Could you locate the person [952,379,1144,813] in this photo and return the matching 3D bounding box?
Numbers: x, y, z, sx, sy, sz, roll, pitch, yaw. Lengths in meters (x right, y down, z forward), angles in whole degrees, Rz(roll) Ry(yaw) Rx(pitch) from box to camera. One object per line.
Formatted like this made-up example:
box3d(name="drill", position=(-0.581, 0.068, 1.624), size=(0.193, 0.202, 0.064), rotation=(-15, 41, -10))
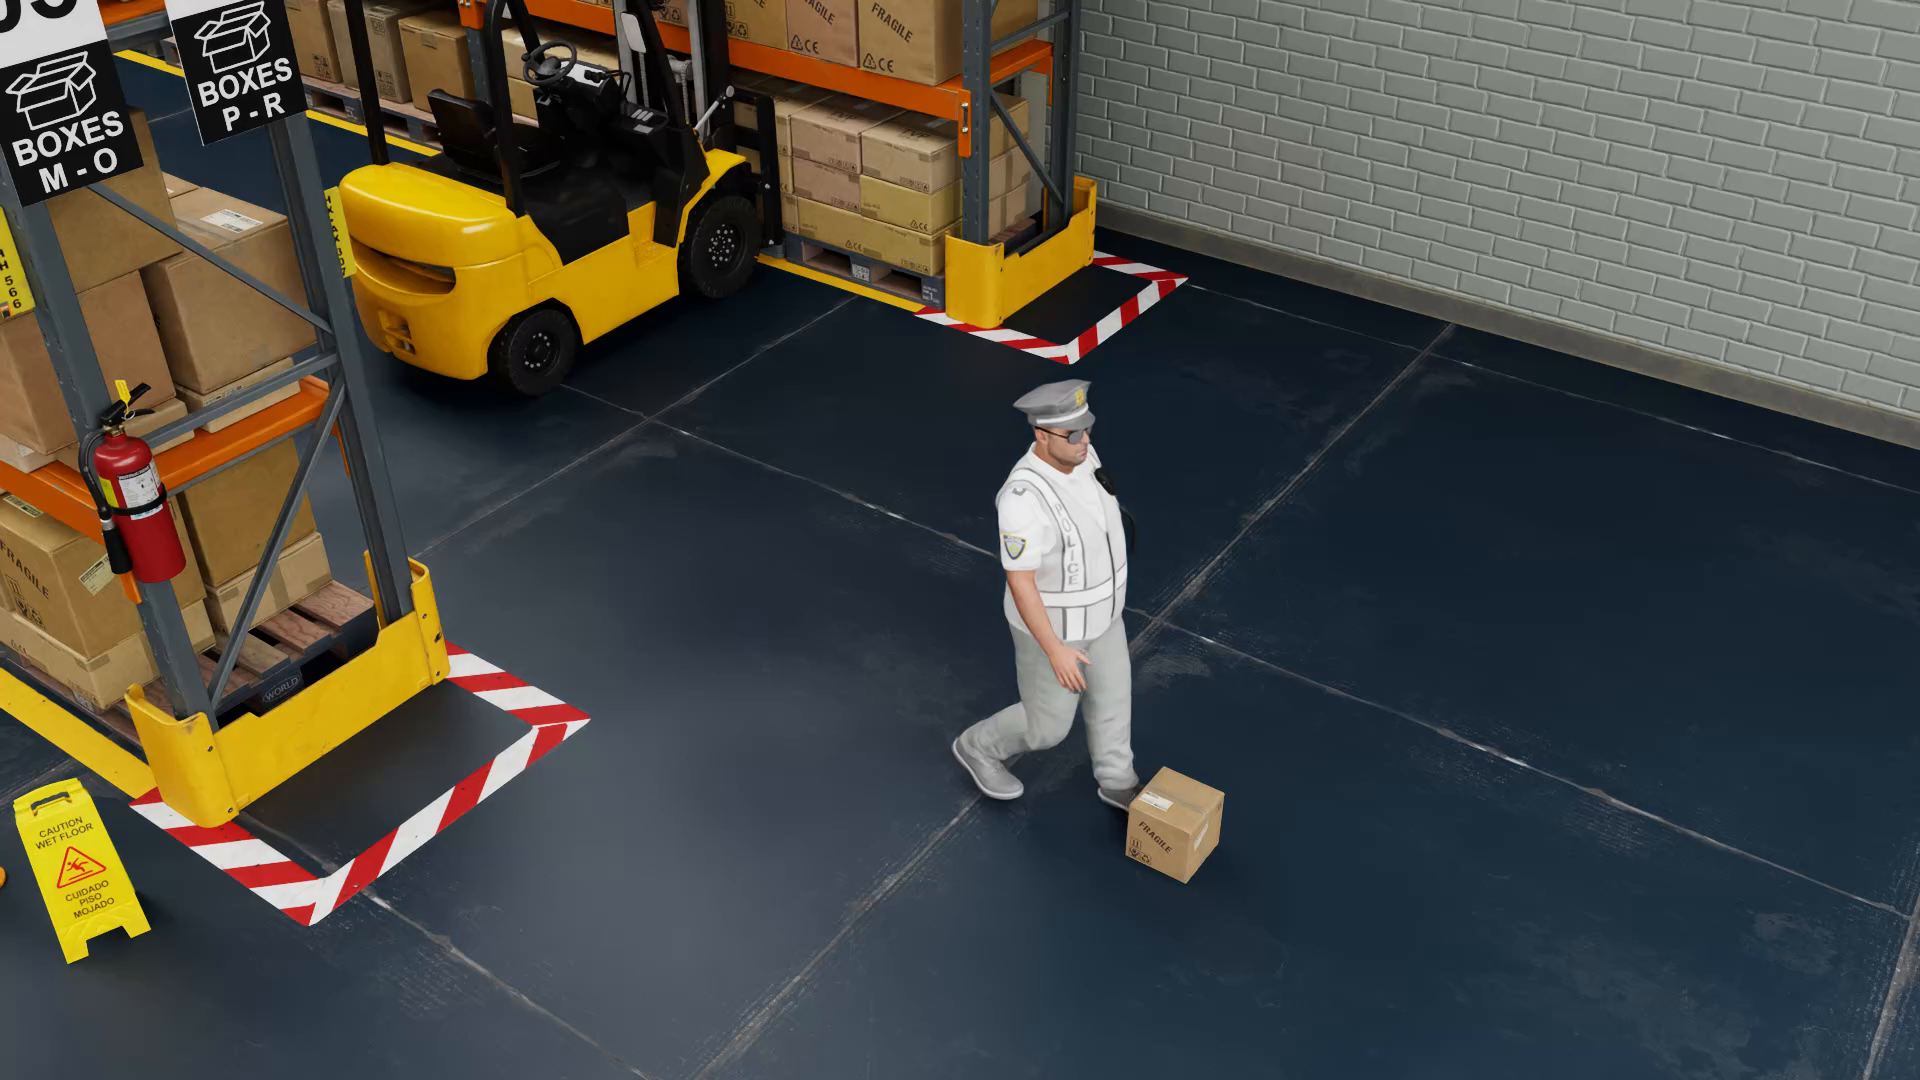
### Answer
box3d(name="person", position=(0.398, 0.244, 5.769), size=(0.835, 1.743, 0.573), rotation=(22, 40, 28))
